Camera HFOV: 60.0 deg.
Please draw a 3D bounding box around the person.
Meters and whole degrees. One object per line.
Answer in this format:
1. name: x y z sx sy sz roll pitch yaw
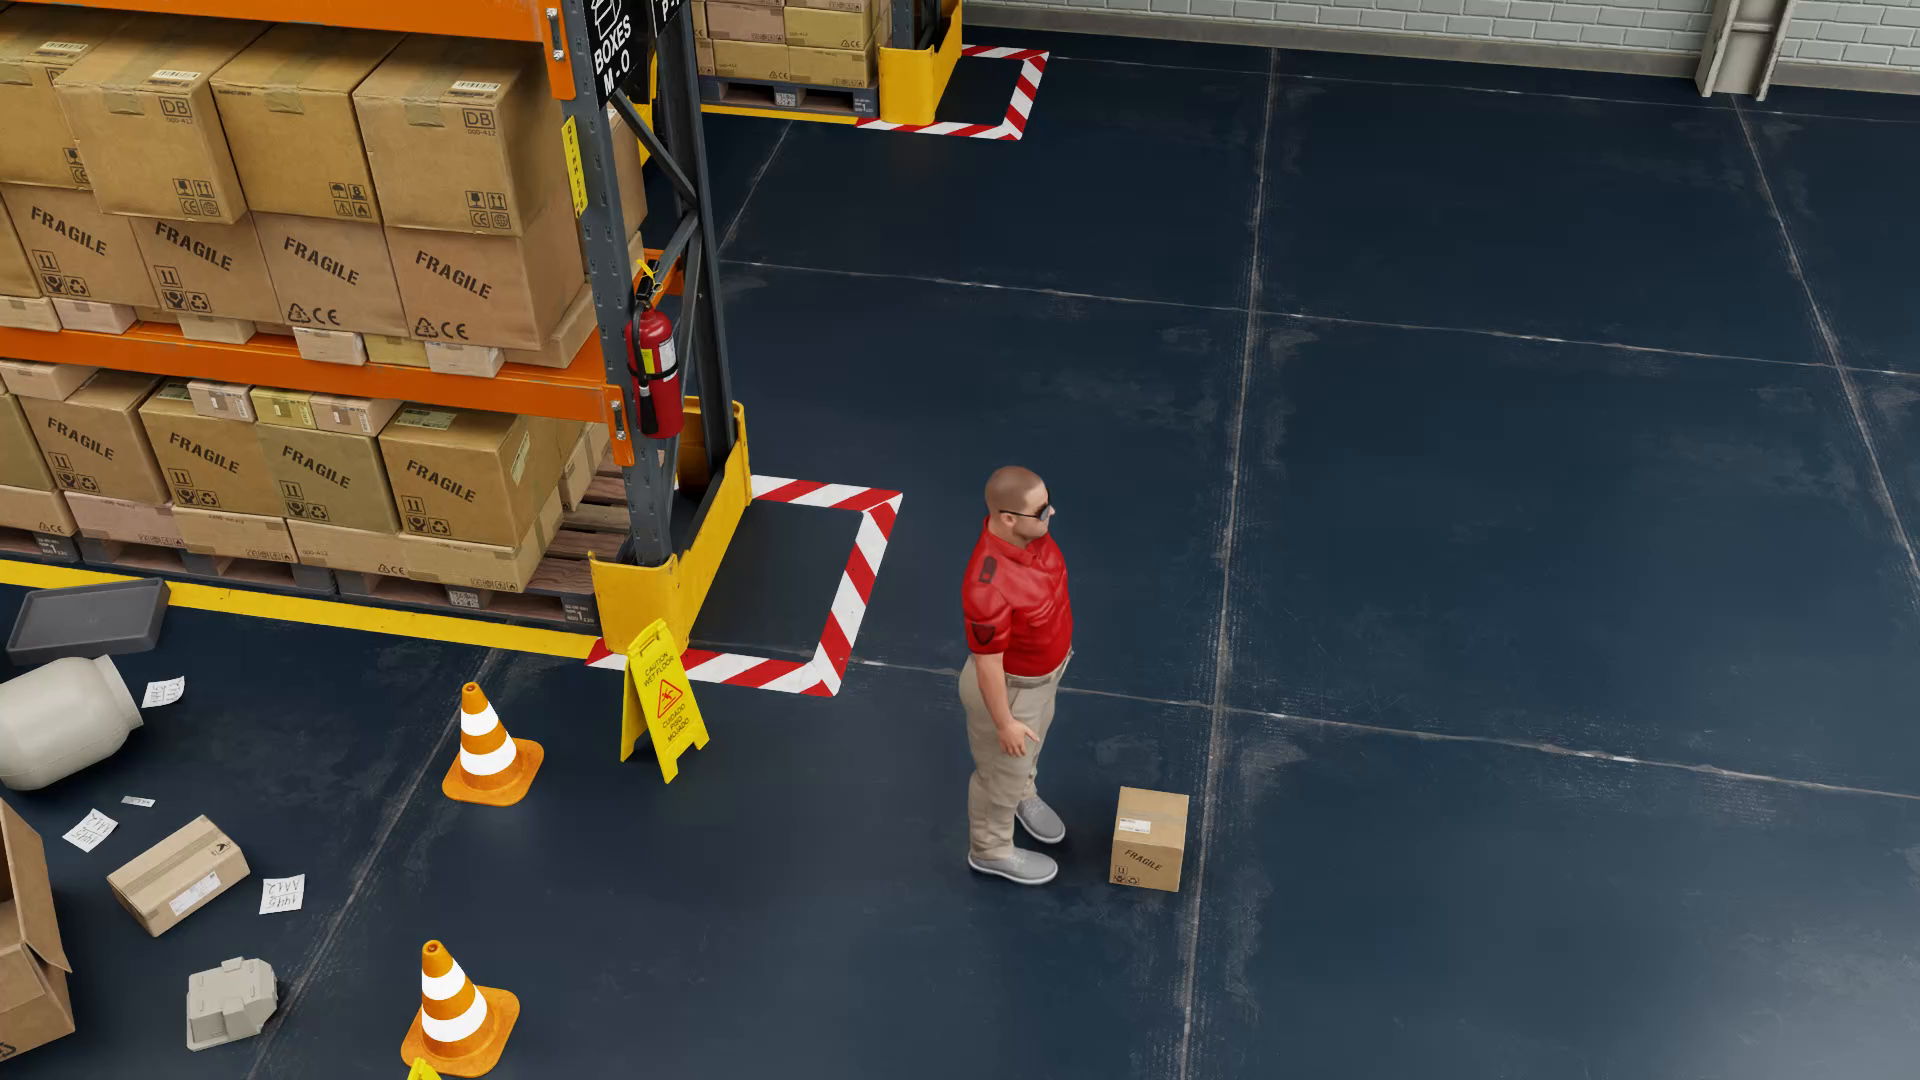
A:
1. person: 0.204 0.460 5.613 0.376 1.734 0.547 11 42 13
